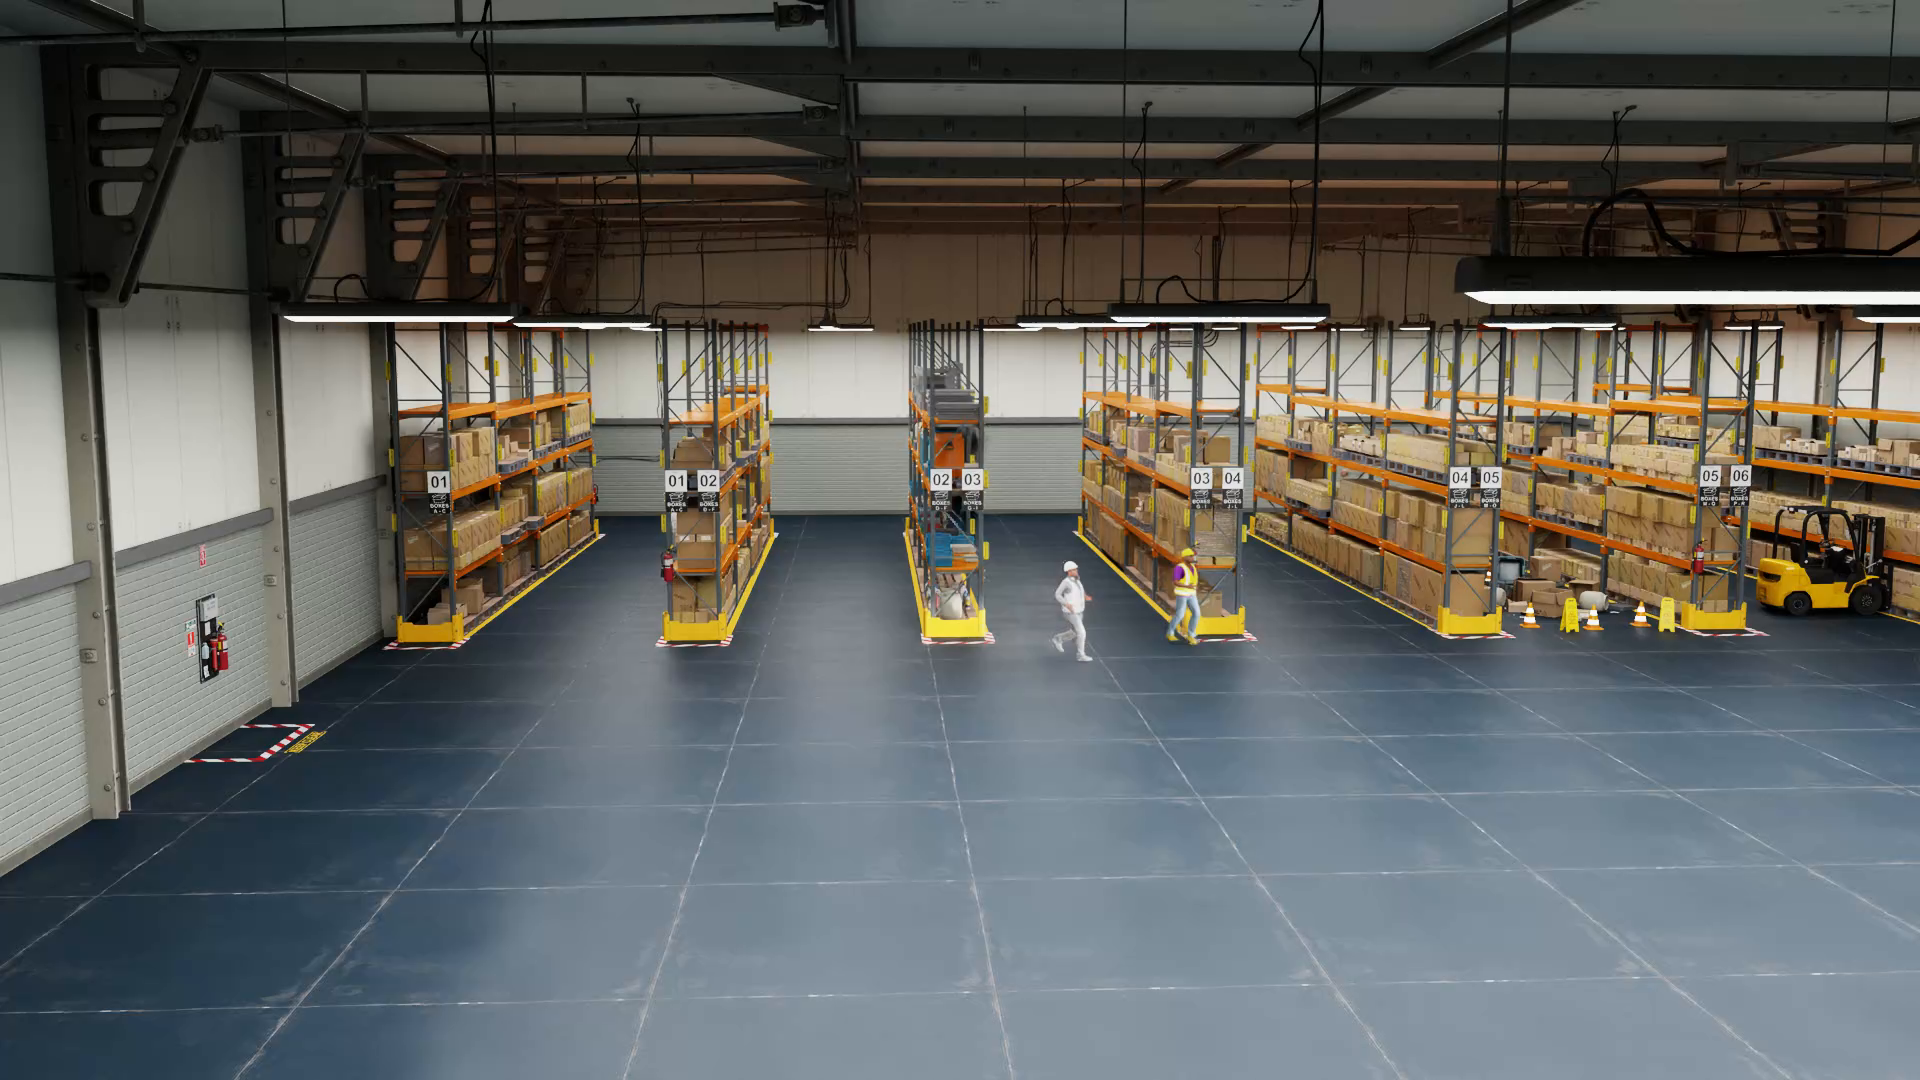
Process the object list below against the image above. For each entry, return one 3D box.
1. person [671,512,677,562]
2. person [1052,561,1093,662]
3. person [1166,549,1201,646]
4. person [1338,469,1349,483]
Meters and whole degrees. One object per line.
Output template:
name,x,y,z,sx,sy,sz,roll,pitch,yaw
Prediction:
person,-6.938,-0.160,41.047,0.614,1.643,0.571,-1,7,-7
person,1.950,1.250,29.258,0.859,1.745,0.604,4,8,31
person,4.197,1.064,30.804,0.731,1.835,0.734,-6,9,-40
person,11.340,-1.244,49.427,0.627,1.737,0.708,-1,7,-4
